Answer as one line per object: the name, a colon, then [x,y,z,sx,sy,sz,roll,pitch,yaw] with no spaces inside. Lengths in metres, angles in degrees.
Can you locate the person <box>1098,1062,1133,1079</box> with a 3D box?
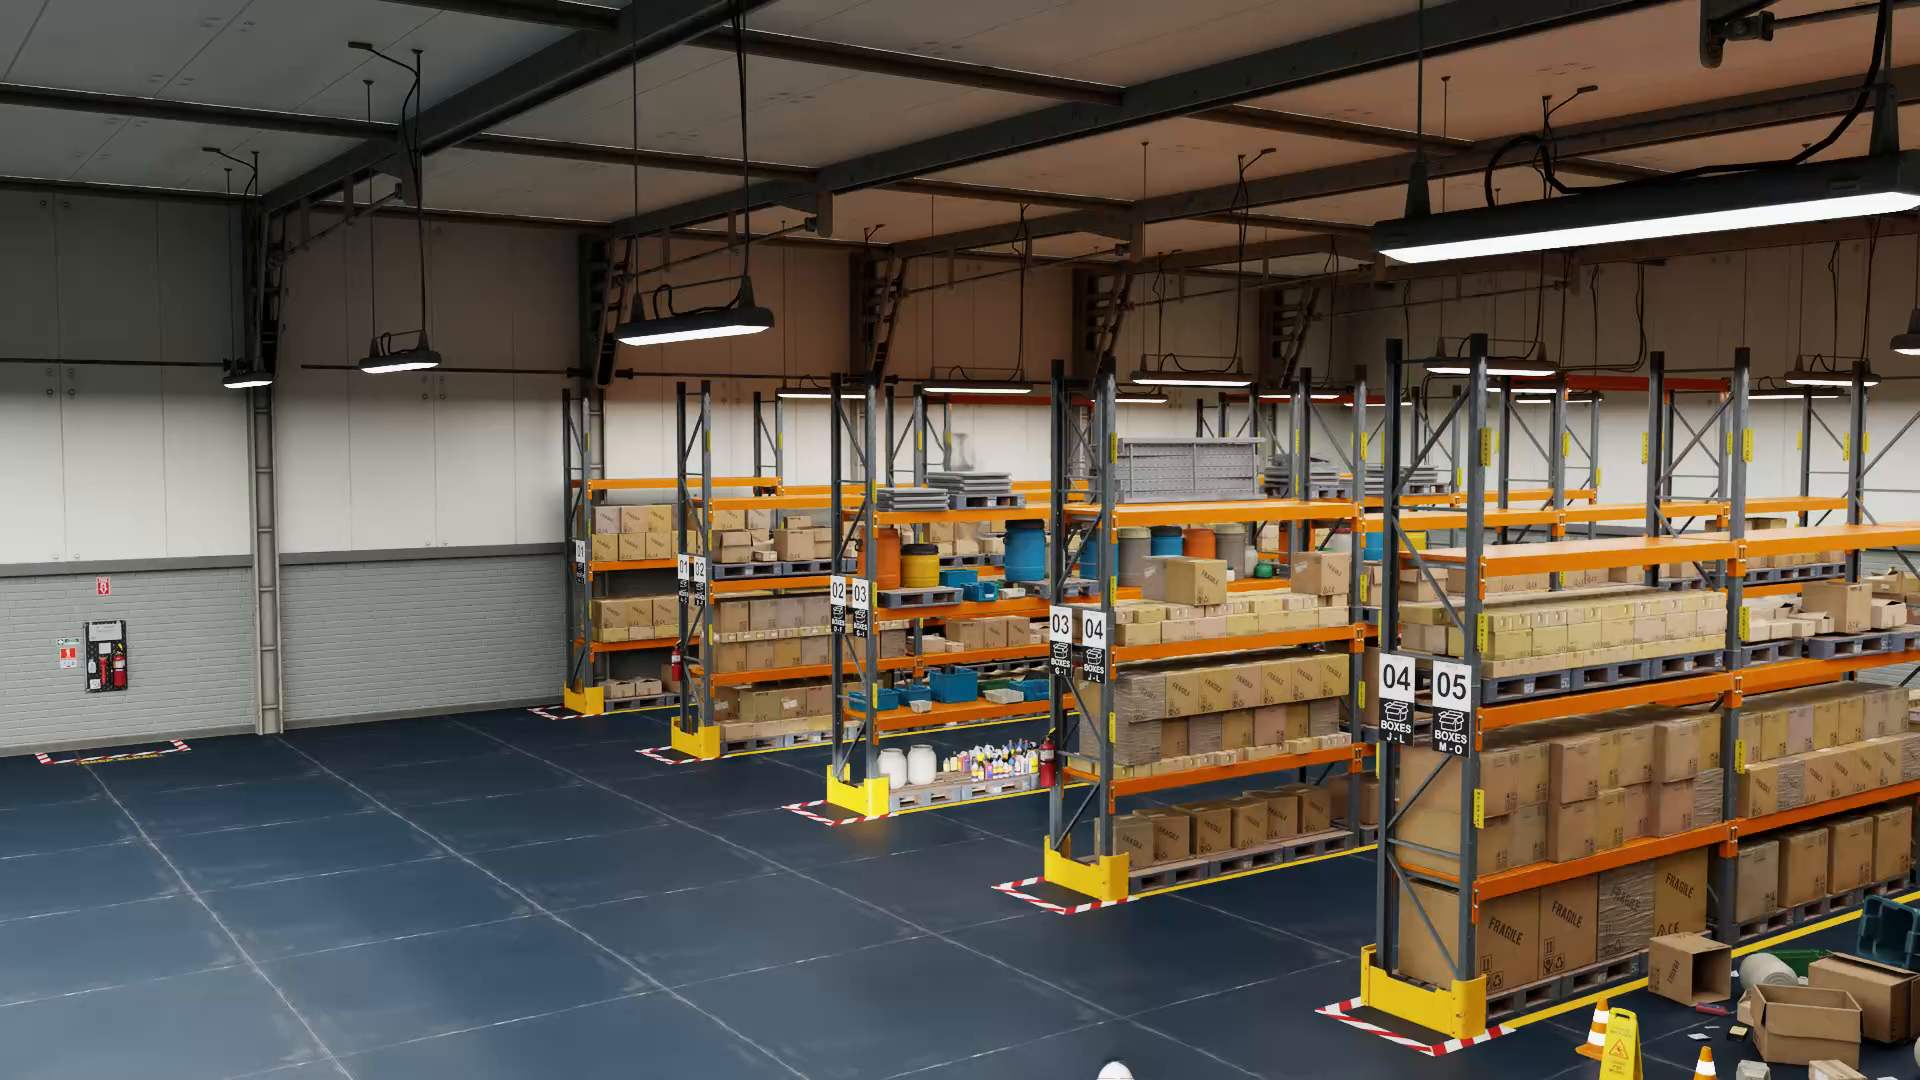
person: [0.822,3.682,8.980,0.695,1.745,1.008,0,4,5]
